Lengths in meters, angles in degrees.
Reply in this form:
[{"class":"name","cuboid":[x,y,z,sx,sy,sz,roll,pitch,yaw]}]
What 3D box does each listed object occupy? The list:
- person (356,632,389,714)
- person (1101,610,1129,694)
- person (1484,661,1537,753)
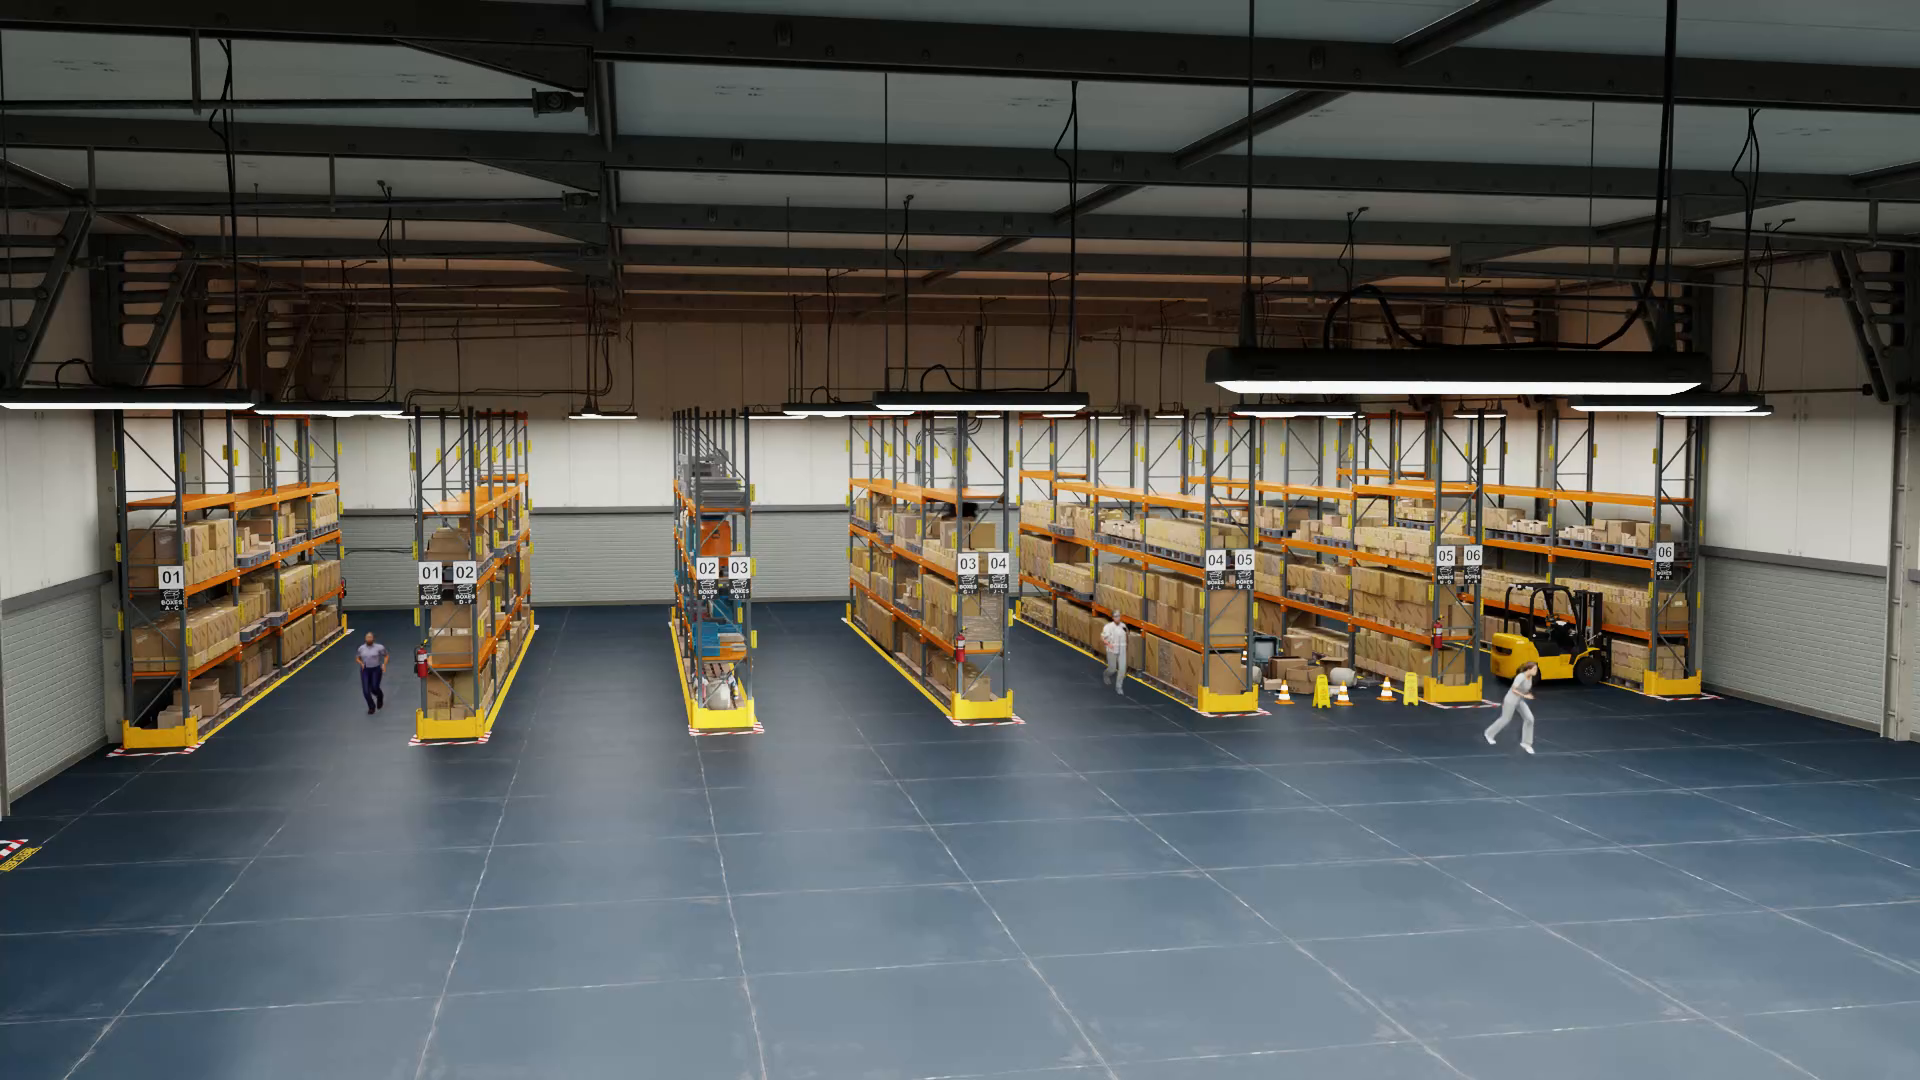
[{"class":"person","cuboid":[-11.530,2.610,32.552,0.599,1.608,0.531,0,4,-6]},{"class":"person","cuboid":[3.304,2.362,35.315,0.673,1.790,0.814,-1,4,-16]},{"class":"person","cuboid":[9.633,2.885,29.084,0.961,1.626,0.606,4,6,44]}]
